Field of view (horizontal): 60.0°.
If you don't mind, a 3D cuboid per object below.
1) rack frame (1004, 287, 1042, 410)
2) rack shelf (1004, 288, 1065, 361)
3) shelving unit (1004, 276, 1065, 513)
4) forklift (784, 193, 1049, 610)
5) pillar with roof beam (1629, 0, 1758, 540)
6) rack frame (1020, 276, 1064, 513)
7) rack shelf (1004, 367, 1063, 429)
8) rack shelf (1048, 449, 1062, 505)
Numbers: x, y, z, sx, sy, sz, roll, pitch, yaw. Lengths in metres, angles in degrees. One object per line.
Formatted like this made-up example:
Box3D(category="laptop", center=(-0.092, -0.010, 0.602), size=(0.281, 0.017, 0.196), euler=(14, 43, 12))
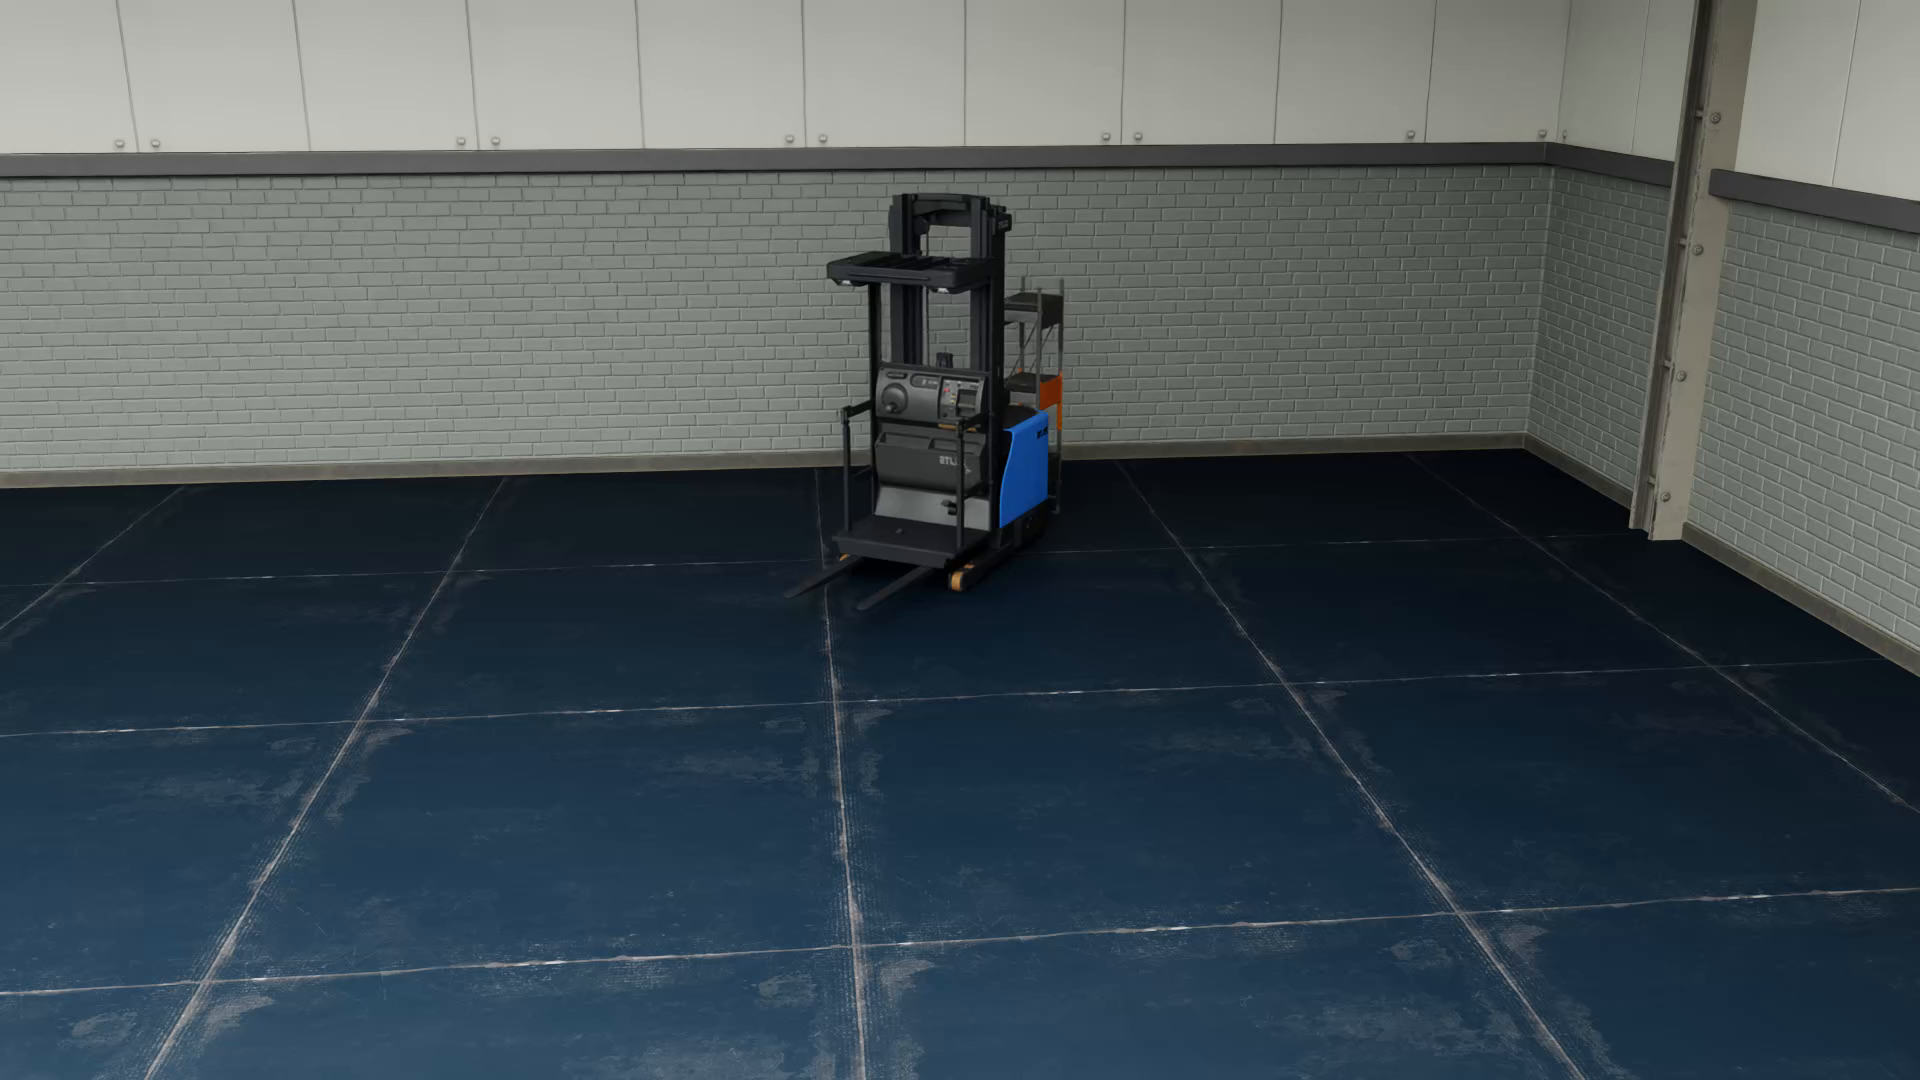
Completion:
Box3D(category="rack frame", center=(0.501, -1.136, 14.292), size=(0.400, 2.100, 0.015), euler=(8, 19, 25))
Box3D(category="rack shelf", center=(0.607, -1.857, 14.296), size=(0.431, 0.518, 0.480), euler=(8, 19, 25))
Box3D(category="shelving unit", center=(0.607, -1.202, 14.501), size=(0.431, 2.100, 0.503), euler=(8, 19, 25))
Box3D(category="forklift", center=(-0.328, -1.142, 12.922), size=(1.130, 2.935, 3.031), euler=(8, 19, 25))
Box3D(category="pillar with roof beam", center=(1.736, -4.222, 12.601), size=(9.100, 9.000, 0.400), euler=(-2, 18, -6))
Box3D(category="rack frame", center=(0.714, -1.268, 14.711), size=(0.400, 2.100, 0.015), euler=(8, 19, 25))
Box3D(category="rack shelf", center=(0.607, -1.189, 14.505), size=(0.431, 0.518, 0.480), euler=(8, 19, 25))
Box3D(category="rack shelf", center=(0.607, -0.521, 14.715), size=(0.431, 0.518, 0.480), euler=(8, 19, 25))
